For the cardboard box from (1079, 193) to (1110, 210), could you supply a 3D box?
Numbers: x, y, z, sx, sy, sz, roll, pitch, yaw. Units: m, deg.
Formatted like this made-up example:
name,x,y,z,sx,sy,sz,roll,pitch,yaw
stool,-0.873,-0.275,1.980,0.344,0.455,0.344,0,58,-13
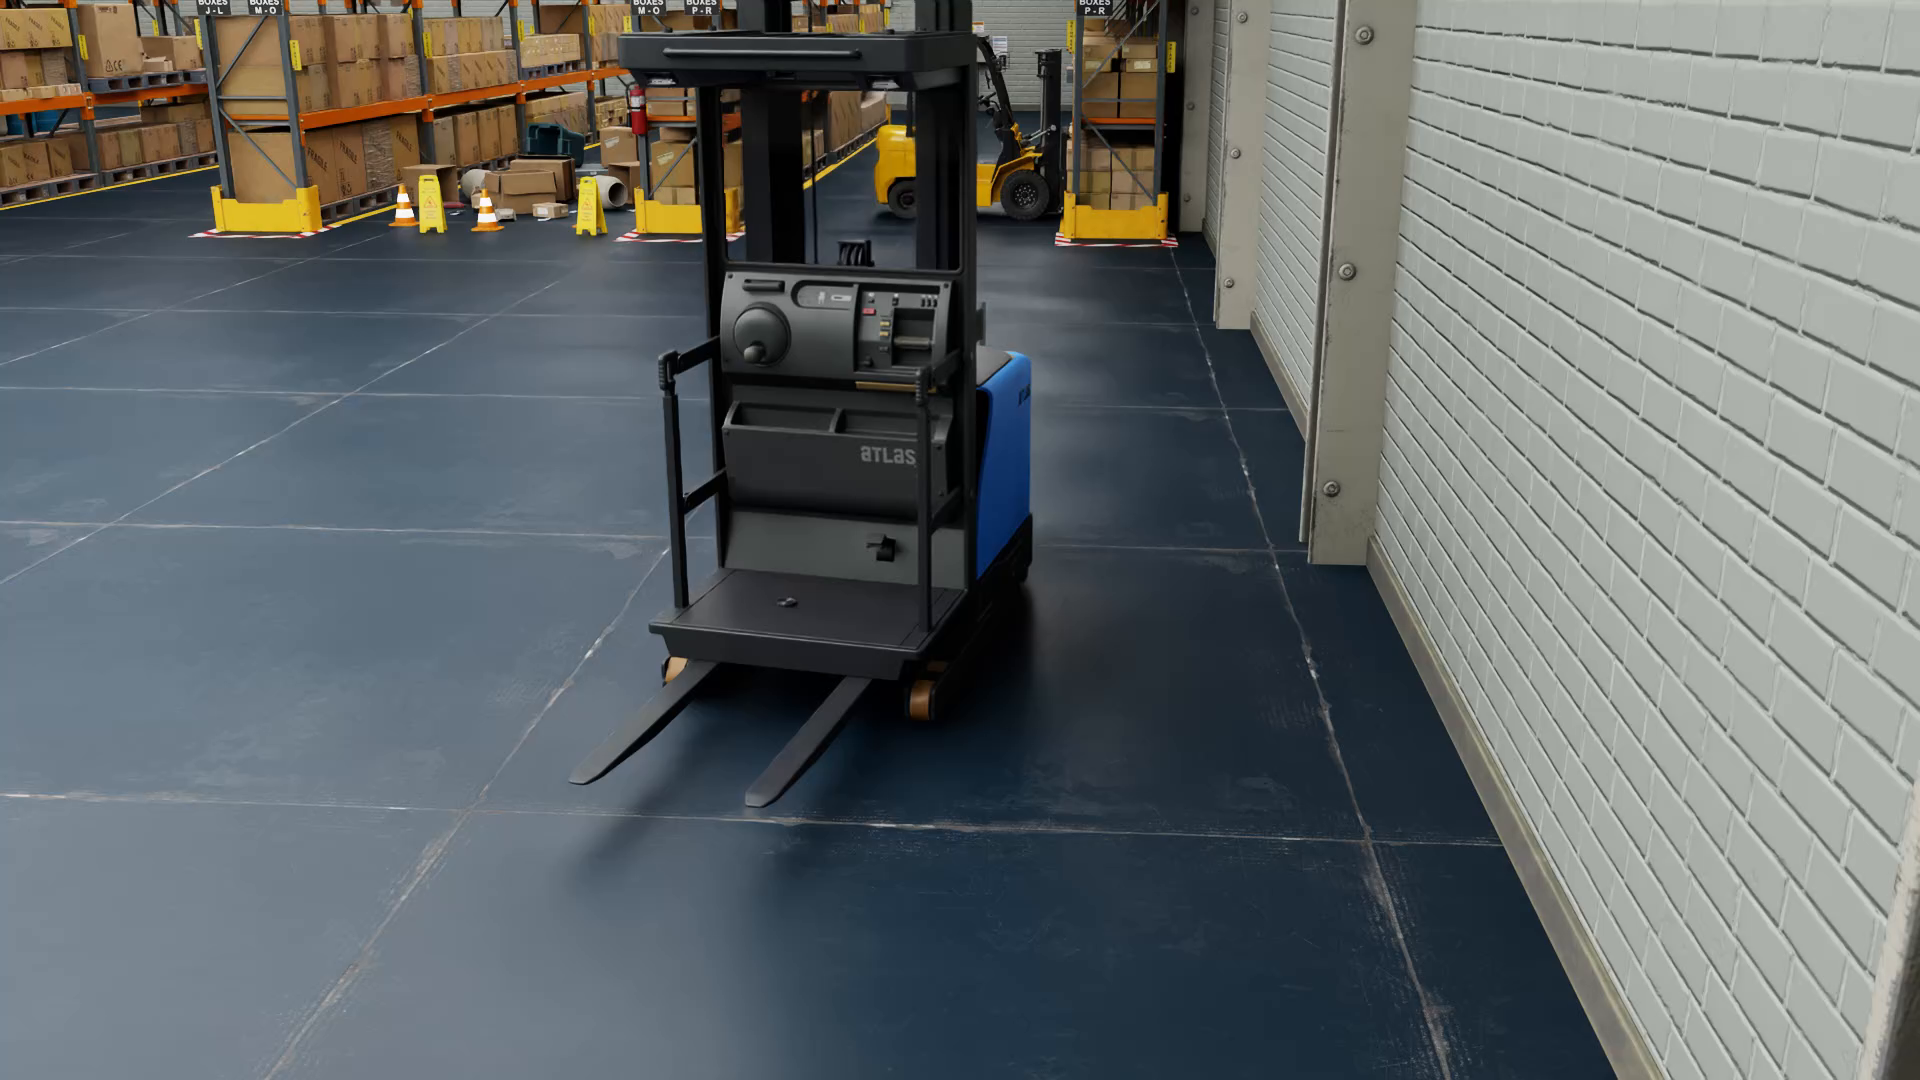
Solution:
name,x,y,z,sx,sy,sz,roll,pitch,yaw
cardboard box,1.492,-3.944,19.385,0.500,0.250,0.500,1,18,4

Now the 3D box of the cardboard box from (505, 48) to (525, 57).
name,x,y,z,sx,sy,sz,roll,pitch,yaw
cardboard box,-7.314,-7.939,27.086,0.380,0.149,0.250,2,18,6

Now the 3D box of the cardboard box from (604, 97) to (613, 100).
name,x,y,z,sx,sy,sz,roll,pitch,yaw
cardboard box,-7.252,-8.941,33.839,0.380,0.149,0.250,2,18,5

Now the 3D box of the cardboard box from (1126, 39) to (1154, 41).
name,x,y,z,sx,sy,sz,roll,pitch,yaw
cardboard box,2.215,-6.135,20.649,0.380,0.149,0.250,1,18,3

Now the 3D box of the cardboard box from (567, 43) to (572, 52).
name,x,y,z,sx,sy,sz,roll,pitch,yaw
cardboard box,-7.132,-8.749,29.557,0.380,0.149,0.250,2,18,6

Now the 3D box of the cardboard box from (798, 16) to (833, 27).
name,x,y,z,sx,sy,sz,roll,pitch,yaw
cardboard box,-2.325,-8.163,26.752,0.500,0.500,0.500,1,18,2

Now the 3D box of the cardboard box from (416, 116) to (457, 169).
name,x,y,z,sx,sy,sz,roll,pitch,yaw
cardboard box,-7.881,-5.655,23.802,1.050,0.750,0.750,1,18,4

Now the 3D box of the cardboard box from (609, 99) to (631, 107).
name,x,y,z,sx,sy,sz,roll,pitch,yaw
cardboard box,-6.773,-8.690,33.076,0.380,0.149,0.250,2,18,6

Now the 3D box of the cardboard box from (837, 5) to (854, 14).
name,x,y,z,sx,sy,sz,roll,pitch,yaw
cardboard box,-2.036,-9.658,30.273,0.380,0.149,0.250,1,18,3

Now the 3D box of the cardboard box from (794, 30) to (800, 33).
name,x,y,z,sx,sy,sz,roll,pitch,yaw
cardboard box,-2.536,-6.934,23.453,0.500,0.500,0.500,1,18,4

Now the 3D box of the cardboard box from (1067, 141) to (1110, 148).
name,x,y,z,sx,sy,sz,roll,pitch,yaw
cardboard box,1.526,-4.575,19.704,0.500,0.250,0.500,2,18,5

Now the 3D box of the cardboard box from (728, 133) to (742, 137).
name,x,y,z,sx,sy,sz,roll,pitch,yaw
cardboard box,-2.766,-4.827,20.875,0.500,0.500,0.500,2,18,5

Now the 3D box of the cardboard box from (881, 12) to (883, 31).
name,x,y,z,sx,sy,sz,roll,pitch,yaw
cardboard box,-1.828,-10.345,33.411,0.500,0.500,0.500,2,18,6

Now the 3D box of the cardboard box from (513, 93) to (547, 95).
name,x,y,z,sx,sy,sz,roll,pitch,yaw
cardboard box,-7.614,-7.793,29.525,0.500,0.250,0.500,2,18,5

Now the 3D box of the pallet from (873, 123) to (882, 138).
name,x,y,z,sx,sy,sz,roll,pitch,yaw
pallet,-2.100,-8.024,32.573,1.003,0.211,1.213,1,18,4

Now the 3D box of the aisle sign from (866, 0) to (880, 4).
name,x,y,z,sx,sy,sz,roll,pitch,yaw
aisle sign,-1.716,-11.228,33.697,0.394,0.787,0.004,1,18,4

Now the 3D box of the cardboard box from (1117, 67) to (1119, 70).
name,x,y,z,sx,sy,sz,roll,pitch,yaw
cardboard box,2.133,-5.412,19.963,0.500,0.500,0.500,1,18,3

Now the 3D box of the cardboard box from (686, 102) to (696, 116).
name,x,y,z,sx,sy,sz,roll,pitch,yaw
cardboard box,-2.947,-4.990,19.237,0.380,0.149,0.250,1,18,4

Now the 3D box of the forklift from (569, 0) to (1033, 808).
name,x,y,z,sx,sy,sz,roll,pitch,yaw
forklift,-0.539,-0.833,6.258,1.130,2.935,3.031,5,19,14

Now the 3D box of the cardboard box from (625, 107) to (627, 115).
name,x,y,z,sx,sy,sz,roll,pitch,yaw
cardboard box,-6.788,-8.550,33.125,0.380,0.149,0.250,2,18,5

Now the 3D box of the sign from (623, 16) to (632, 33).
name,x,y,z,sx,sy,sz,roll,pitch,yaw
sign,-3.730,-5.727,18.717,0.100,0.325,0.005,1,18,4

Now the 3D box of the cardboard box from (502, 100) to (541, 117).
name,x,y,z,sx,sy,sz,roll,pitch,yaw
cardboard box,-7.258,-7.149,27.558,0.500,0.250,0.500,0,18,1

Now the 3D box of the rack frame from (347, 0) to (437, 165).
name,x,y,z,sx,sy,sz,roll,pitch,yaw
rack frame,-7.836,-6.330,22.922,1.000,3.000,0.127,1,18,4

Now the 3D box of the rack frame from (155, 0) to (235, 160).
name,x,y,z,sx,sy,sz,roll,pitch,yaw
rack frame,-12.489,-7.714,27.148,1.000,3.000,0.127,1,18,4

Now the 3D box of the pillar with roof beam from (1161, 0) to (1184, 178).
name,x,y,z,sx,sy,sz,roll,pitch,yaw
pillar with roof beam,-1.142,-9.905,24.200,9.100,9.000,0.400,1,18,4

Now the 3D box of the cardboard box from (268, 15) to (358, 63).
name,x,y,z,sx,sy,sz,roll,pitch,yaw
cardboard box,-7.934,-6.130,20.338,0.875,0.550,0.550,1,18,4

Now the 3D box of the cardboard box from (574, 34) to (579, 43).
name,x,y,z,sx,sy,sz,roll,pitch,yaw
cardboard box,-7.096,-9.048,29.993,0.380,0.149,0.250,2,18,6

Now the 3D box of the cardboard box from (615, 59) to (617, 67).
name,x,y,z,sx,sy,sz,roll,pitch,yaw
cardboard box,-6.897,-9.270,32.299,0.380,0.149,0.250,2,18,6

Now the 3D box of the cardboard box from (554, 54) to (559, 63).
name,x,y,z,sx,sy,sz,roll,pitch,yaw
cardboard box,-7.183,-8.362,28.854,0.380,0.149,0.250,2,18,6

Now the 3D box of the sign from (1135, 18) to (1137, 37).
name,x,y,z,sx,sy,sz,roll,pitch,yaw
sign,3.187,-9.164,29.714,0.100,0.325,0.005,1,18,4

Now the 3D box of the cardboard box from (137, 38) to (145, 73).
name,x,y,z,sx,sy,sz,roll,pitch,yaw
cardboard box,-12.743,-7.261,24.924,0.797,0.503,0.637,3,18,10

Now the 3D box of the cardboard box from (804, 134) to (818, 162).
name,x,y,z,sx,sy,sz,roll,pitch,yaw
cardboard box,-2.700,-6.039,25.581,0.950,0.372,0.625,1,18,3

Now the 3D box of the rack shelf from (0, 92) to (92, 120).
name,x,y,z,sx,sy,sz,roll,pitch,yaw
rack shelf,-12.919,-5.509,21.573,1.077,0.370,4.000,1,18,4

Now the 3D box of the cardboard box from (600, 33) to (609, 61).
name,x,y,z,sx,sy,sz,roll,pitch,yaw
cardboard box,-6.947,-9.305,31.365,0.500,0.500,0.500,1,18,4

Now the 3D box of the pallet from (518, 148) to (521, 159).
name,x,y,z,sx,sy,sz,roll,pitch,yaw
pallet,-7.491,-6.489,27.889,1.003,0.211,1.213,1,18,4

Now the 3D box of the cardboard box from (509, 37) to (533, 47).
name,x,y,z,sx,sy,sz,roll,pitch,yaw
cardboard box,-7.284,-8.234,27.507,0.380,0.149,0.250,1,18,4

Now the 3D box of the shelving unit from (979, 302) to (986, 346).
name,x,y,z,sx,sy,sz,roll,pitch,yaw
shelving unit,-0.001,-0.566,8.222,0.258,1.200,0.189,1,18,4

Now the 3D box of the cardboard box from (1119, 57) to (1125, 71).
name,x,y,z,sx,sy,sz,roll,pitch,yaw
cardboard box,2.011,-5.432,18.981,0.380,0.149,0.250,1,18,4

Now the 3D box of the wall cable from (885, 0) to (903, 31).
name,x,y,z,sx,sy,sz,roll,pitch,yaw
wall cable,-1.650,-12.227,39.238,0.585,1.953,0.123,1,18,4

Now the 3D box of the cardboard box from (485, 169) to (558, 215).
name,x,y,z,sx,sy,sz,roll,pitch,yaw
cardboard box,-5.577,-4.424,21.116,0.797,0.503,0.637,-13,22,-34

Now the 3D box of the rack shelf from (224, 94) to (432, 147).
name,x,y,z,sx,sy,sz,roll,pitch,yaw
rack shelf,-7.979,-5.367,21.139,1.077,0.370,4.000,1,18,4

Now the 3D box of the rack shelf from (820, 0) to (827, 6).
name,x,y,z,sx,sy,sz,roll,pitch,yaw
rack shelf,-2.748,-7.955,24.222,1.077,0.370,4.000,1,18,4

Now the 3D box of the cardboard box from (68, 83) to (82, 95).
name,x,y,z,sx,sy,sz,roll,pitch,yaw
cardboard box,-12.498,-6.279,23.171,0.380,0.149,0.250,1,18,4

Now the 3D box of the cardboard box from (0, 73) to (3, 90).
name,x,y,z,sx,sy,sz,roll,pitch,yaw
cardboard box,-12.953,-6.056,21.449,0.875,0.500,0.500,1,18,4

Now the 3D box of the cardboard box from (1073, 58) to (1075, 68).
name,x,y,z,sx,sy,sz,roll,pitch,yaw
cardboard box,2.011,-7.676,26.760,0.380,0.149,0.250,2,18,5

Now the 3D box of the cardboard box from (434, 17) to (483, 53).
name,x,y,z,sx,sy,sz,roll,pitch,yaw
cardboard box,-7.660,-7.639,25.152,0.700,0.500,0.500,1,18,3

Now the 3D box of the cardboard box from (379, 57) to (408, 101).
name,x,y,z,sx,sy,sz,roll,pitch,yaw
cardboard box,-7.867,-6.115,22.026,0.875,0.550,0.550,1,18,4

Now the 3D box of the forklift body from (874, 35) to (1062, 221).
name,x,y,z,sx,sy,sz,roll,pitch,yaw
forklift body,0.090,-5.125,20.609,2.313,2.155,1.214,1,18,4

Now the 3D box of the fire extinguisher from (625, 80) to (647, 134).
name,x,y,z,sx,sy,sz,roll,pitch,yaw
fire extinguisher,-3.646,-4.946,18.825,0.296,0.674,0.183,1,18,4
